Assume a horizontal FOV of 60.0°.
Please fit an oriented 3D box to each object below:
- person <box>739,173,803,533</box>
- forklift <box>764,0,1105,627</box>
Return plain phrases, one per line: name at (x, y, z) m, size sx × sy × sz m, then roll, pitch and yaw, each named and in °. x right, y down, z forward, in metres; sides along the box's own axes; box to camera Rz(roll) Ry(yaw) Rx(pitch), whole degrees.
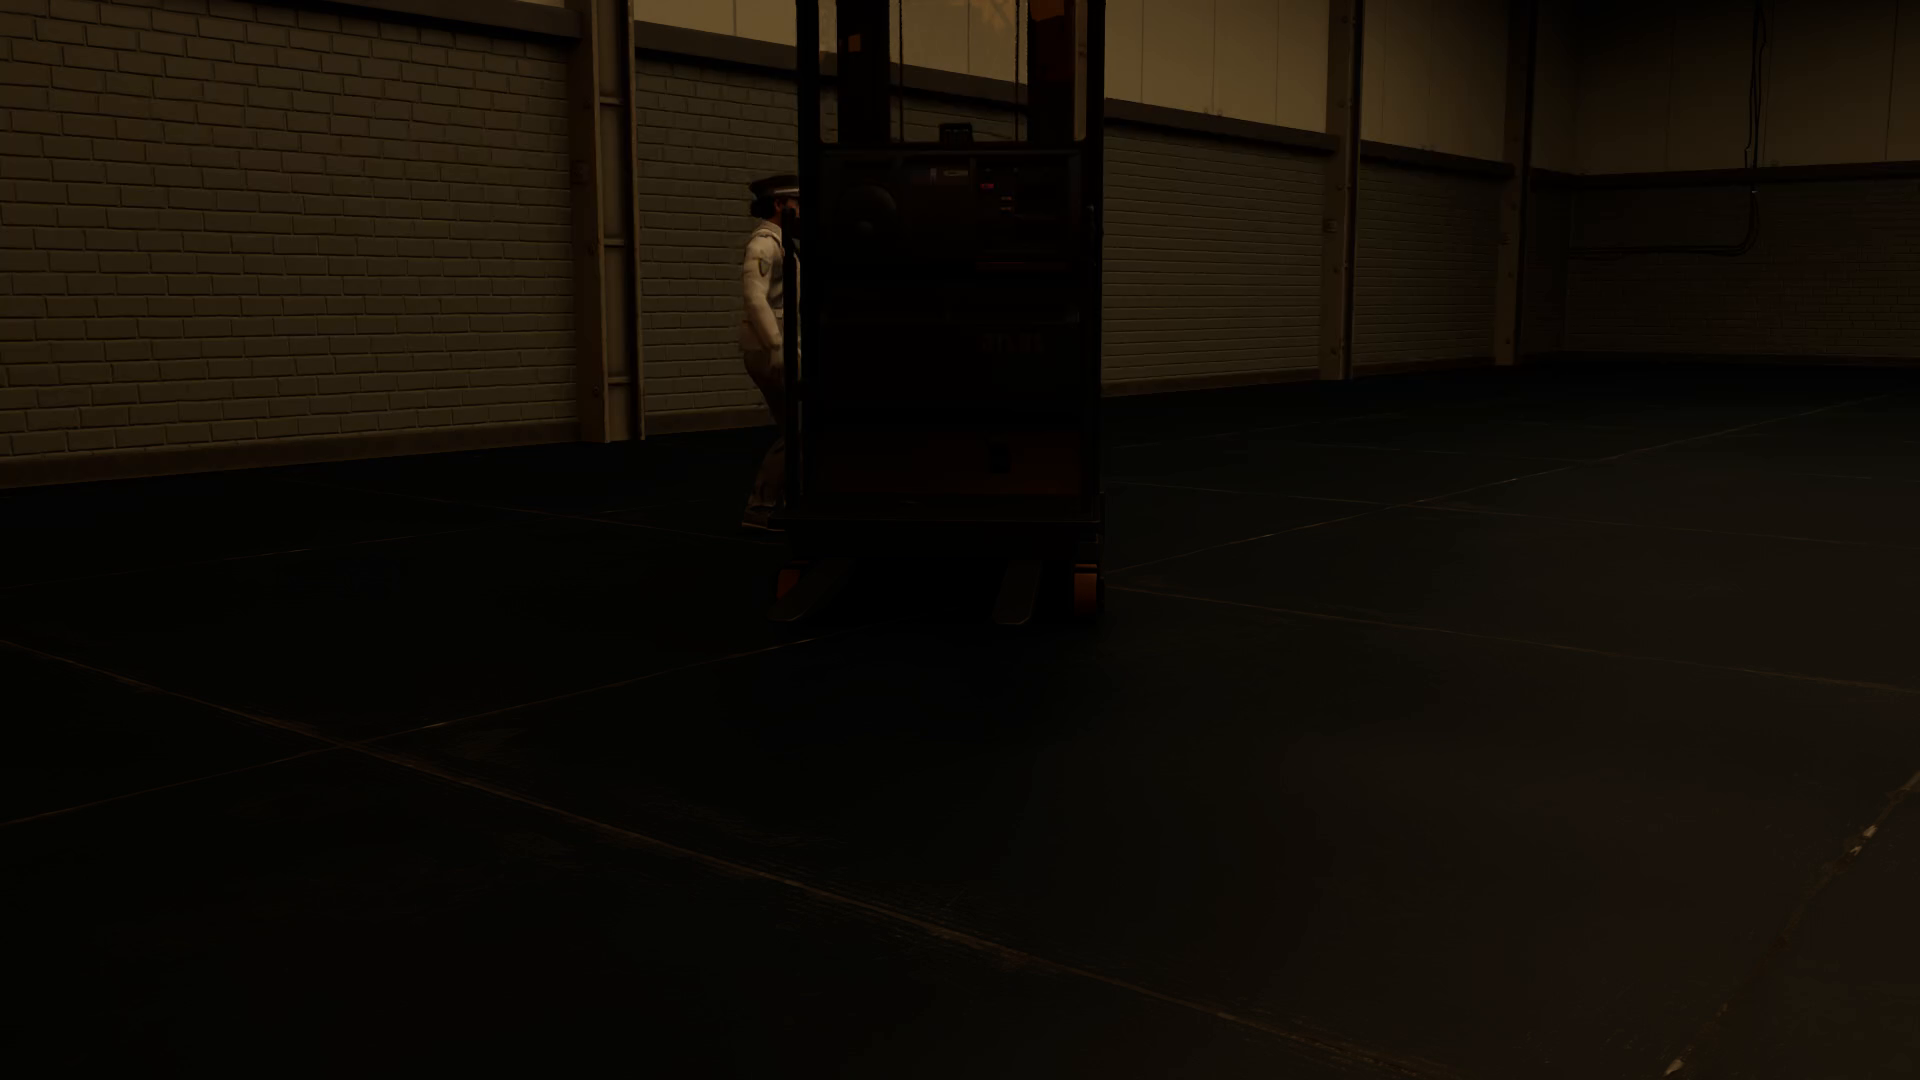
person at (-0.791, -0.854, 7.611) m, size 0.435 × 1.625 × 0.764 m, roll 0°, pitch 8°, yaw 0°
forklift at (-0.052, -1.230, 5.688) m, size 1.130 × 2.935 × 3.031 m, roll 1°, pitch 8°, yaw 5°
